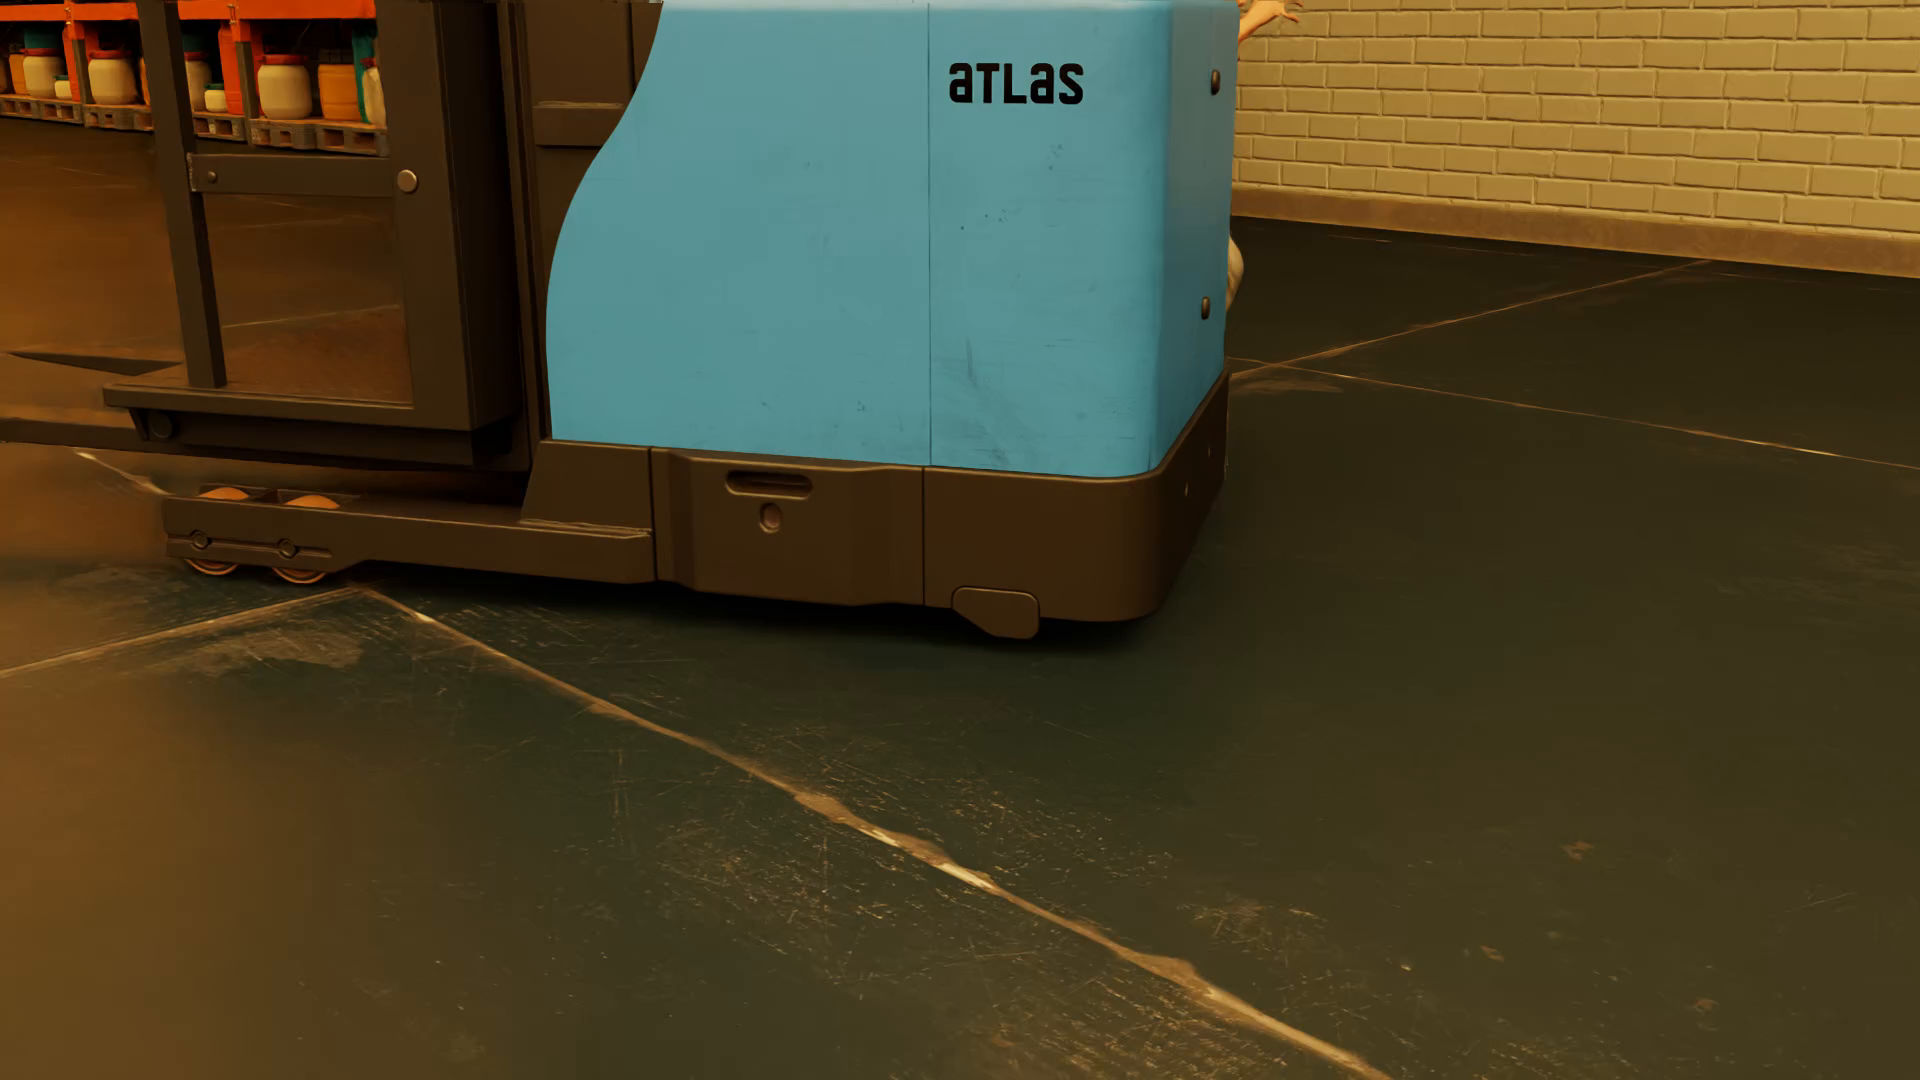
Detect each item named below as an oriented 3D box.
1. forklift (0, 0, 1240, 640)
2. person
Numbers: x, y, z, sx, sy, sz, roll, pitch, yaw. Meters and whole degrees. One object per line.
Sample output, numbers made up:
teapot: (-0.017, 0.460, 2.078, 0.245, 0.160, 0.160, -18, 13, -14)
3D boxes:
forklift: (-1.009, -1.460, 3.157, 3.031, 2.935, 1.130, 5, 18, 15)
person: (0.511, -0.836, 4.007, 0.639, 1.281, 1.218, 15, 23, 40)
